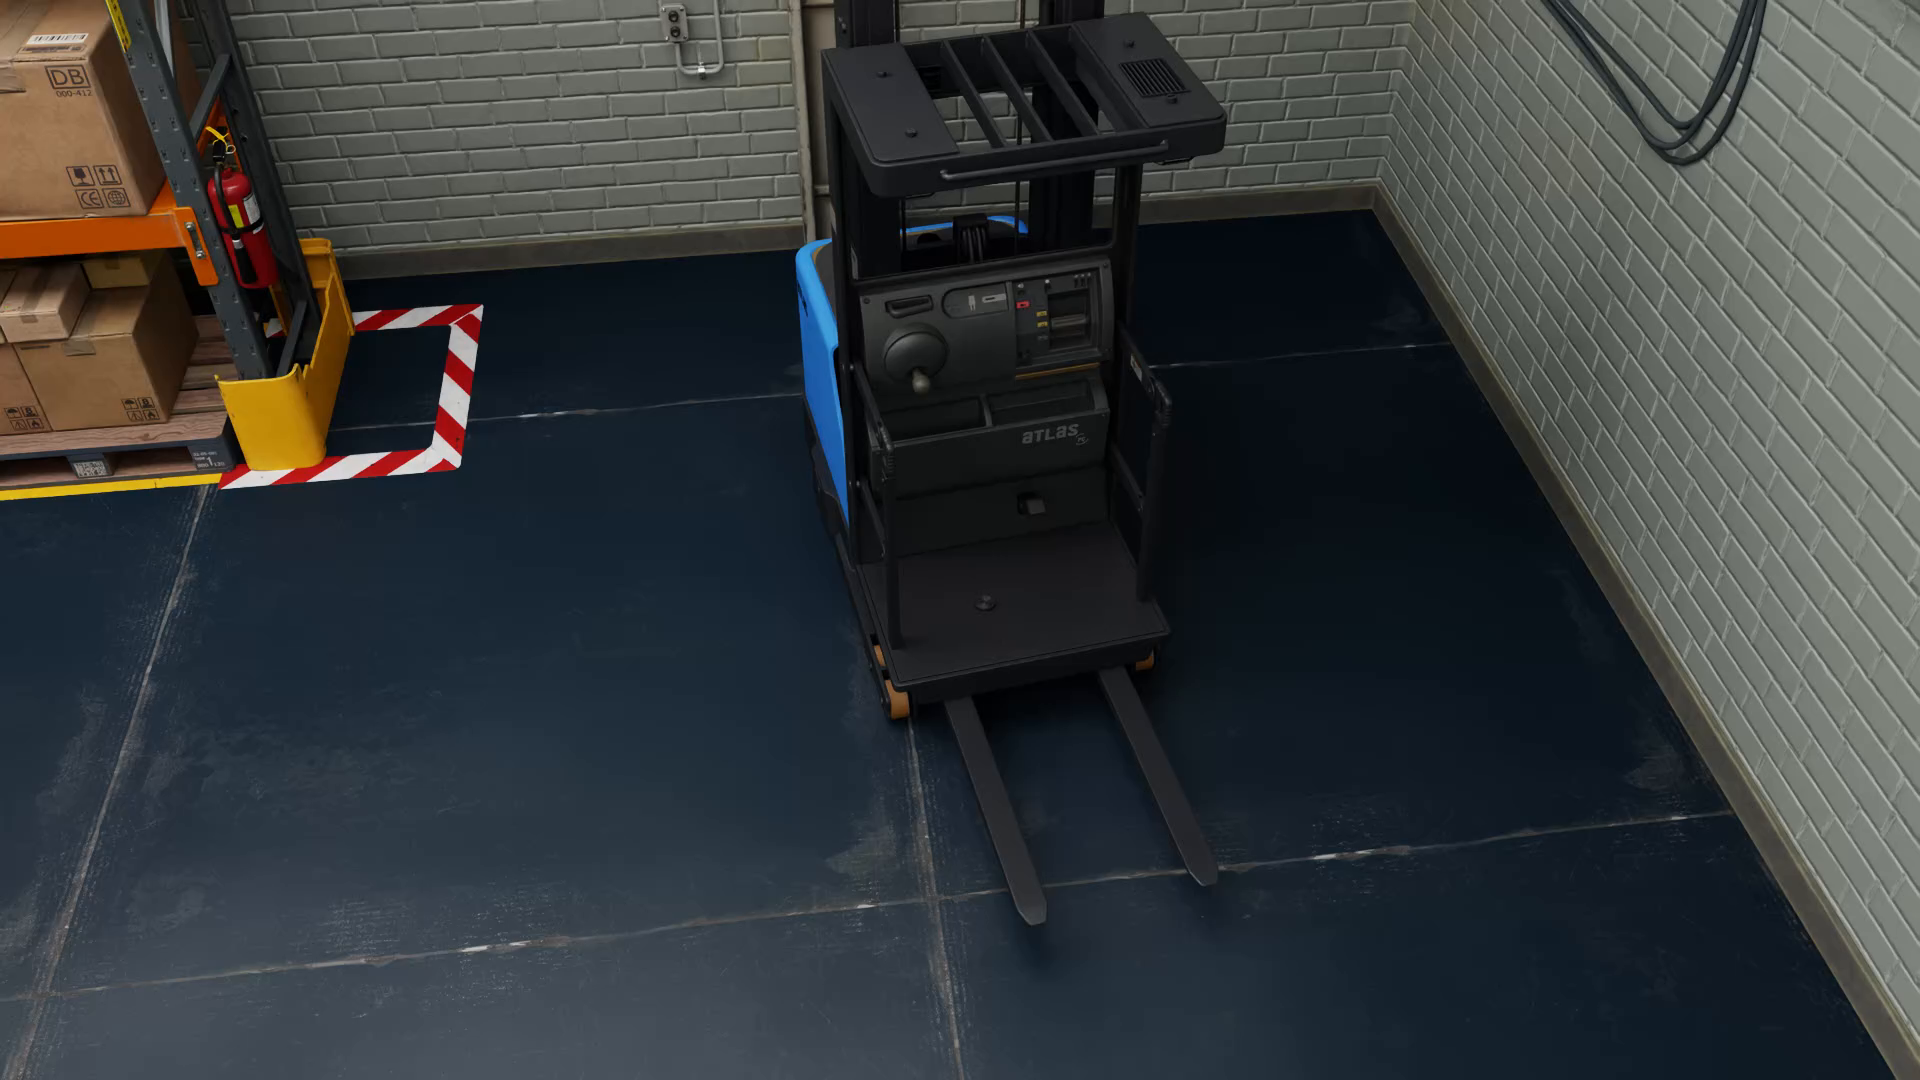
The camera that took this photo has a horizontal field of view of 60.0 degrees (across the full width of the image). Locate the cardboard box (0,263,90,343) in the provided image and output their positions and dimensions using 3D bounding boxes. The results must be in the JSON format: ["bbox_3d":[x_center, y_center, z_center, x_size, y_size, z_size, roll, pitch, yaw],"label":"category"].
[{"bbox_3d":[-3.978,-1.032,7.223,0.250,0.149,0.380,-5,42,-6],"label":"cardboard box"}]

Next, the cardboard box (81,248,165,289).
[{"bbox_3d":[-3.776,-1.308,7.529,0.250,0.149,0.380,-5,42,-5],"label":"cardboard box"}]

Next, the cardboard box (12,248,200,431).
[{"bbox_3d":[-3.874,-0.923,7.587,0.500,0.500,0.700,-5,42,-6],"label":"cardboard box"}]

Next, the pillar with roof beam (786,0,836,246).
[{"bbox_3d":[-0.070,-2.000,2.749,0.400,9.000,9.100,-5,42,-6],"label":"pillar with roof beam"}]

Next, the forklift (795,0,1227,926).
[{"bbox_3d":[0.162,-0.683,5.819,1.130,2.935,3.031,-10,43,-11],"label":"forklift"}]

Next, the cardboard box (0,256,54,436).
[{"bbox_3d":[-4.370,-0.880,7.538,0.500,0.500,0.700,-5,42,-6],"label":"cardboard box"}]

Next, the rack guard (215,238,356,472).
[{"bbox_3d":[-3.169,-0.897,7.871,0.348,0.500,1.175,-5,42,-6],"label":"rack guard"}]

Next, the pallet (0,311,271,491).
[{"bbox_3d":[-3.976,-0.666,7.831,1.213,0.211,1.003,-5,42,-6],"label":"pallet"}]

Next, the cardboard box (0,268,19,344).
[{"bbox_3d":[-4.231,-1.009,7.198,0.250,0.149,0.380,-4,42,-4],"label":"cardboard box"}]

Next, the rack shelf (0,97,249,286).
[{"bbox_3d":[-5.176,-1.382,7.080,4.000,0.370,1.077,-5,42,-6],"label":"rack shelf"}]

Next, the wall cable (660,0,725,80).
[{"bbox_3d":[-2.046,-2.939,7.511,1.851,1.984,0.084,-5,42,-6],"label":"wall cable"}]

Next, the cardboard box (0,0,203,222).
[{"bbox_3d":[-3.697,-1.883,6.874,0.700,0.700,0.980,-3,42,-4],"label":"cardboard box"}]

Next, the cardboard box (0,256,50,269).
[{"bbox_3d":[-4.278,-1.263,7.479,0.250,0.149,0.380,-5,42,-5],"label":"cardboard box"}]

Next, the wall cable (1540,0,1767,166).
[{"bbox_3d":[2.462,-3.151,6.343,0.112,2.526,3.097,-5,42,-6],"label":"wall cable"}]

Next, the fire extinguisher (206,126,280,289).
[{"bbox_3d":[-2.983,-1.362,6.857,0.183,0.674,0.296,-5,42,-6],"label":"fire extinguisher"}]

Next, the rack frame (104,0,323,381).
[{"bbox_3d":[-3.193,-1.823,7.031,0.127,3.000,1.000,-5,42,-6],"label":"rack frame"}]

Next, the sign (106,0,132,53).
[{"bbox_3d":[-3.136,-1.979,6.163,0.005,0.325,0.100,-5,42,-6],"label":"sign"}]
